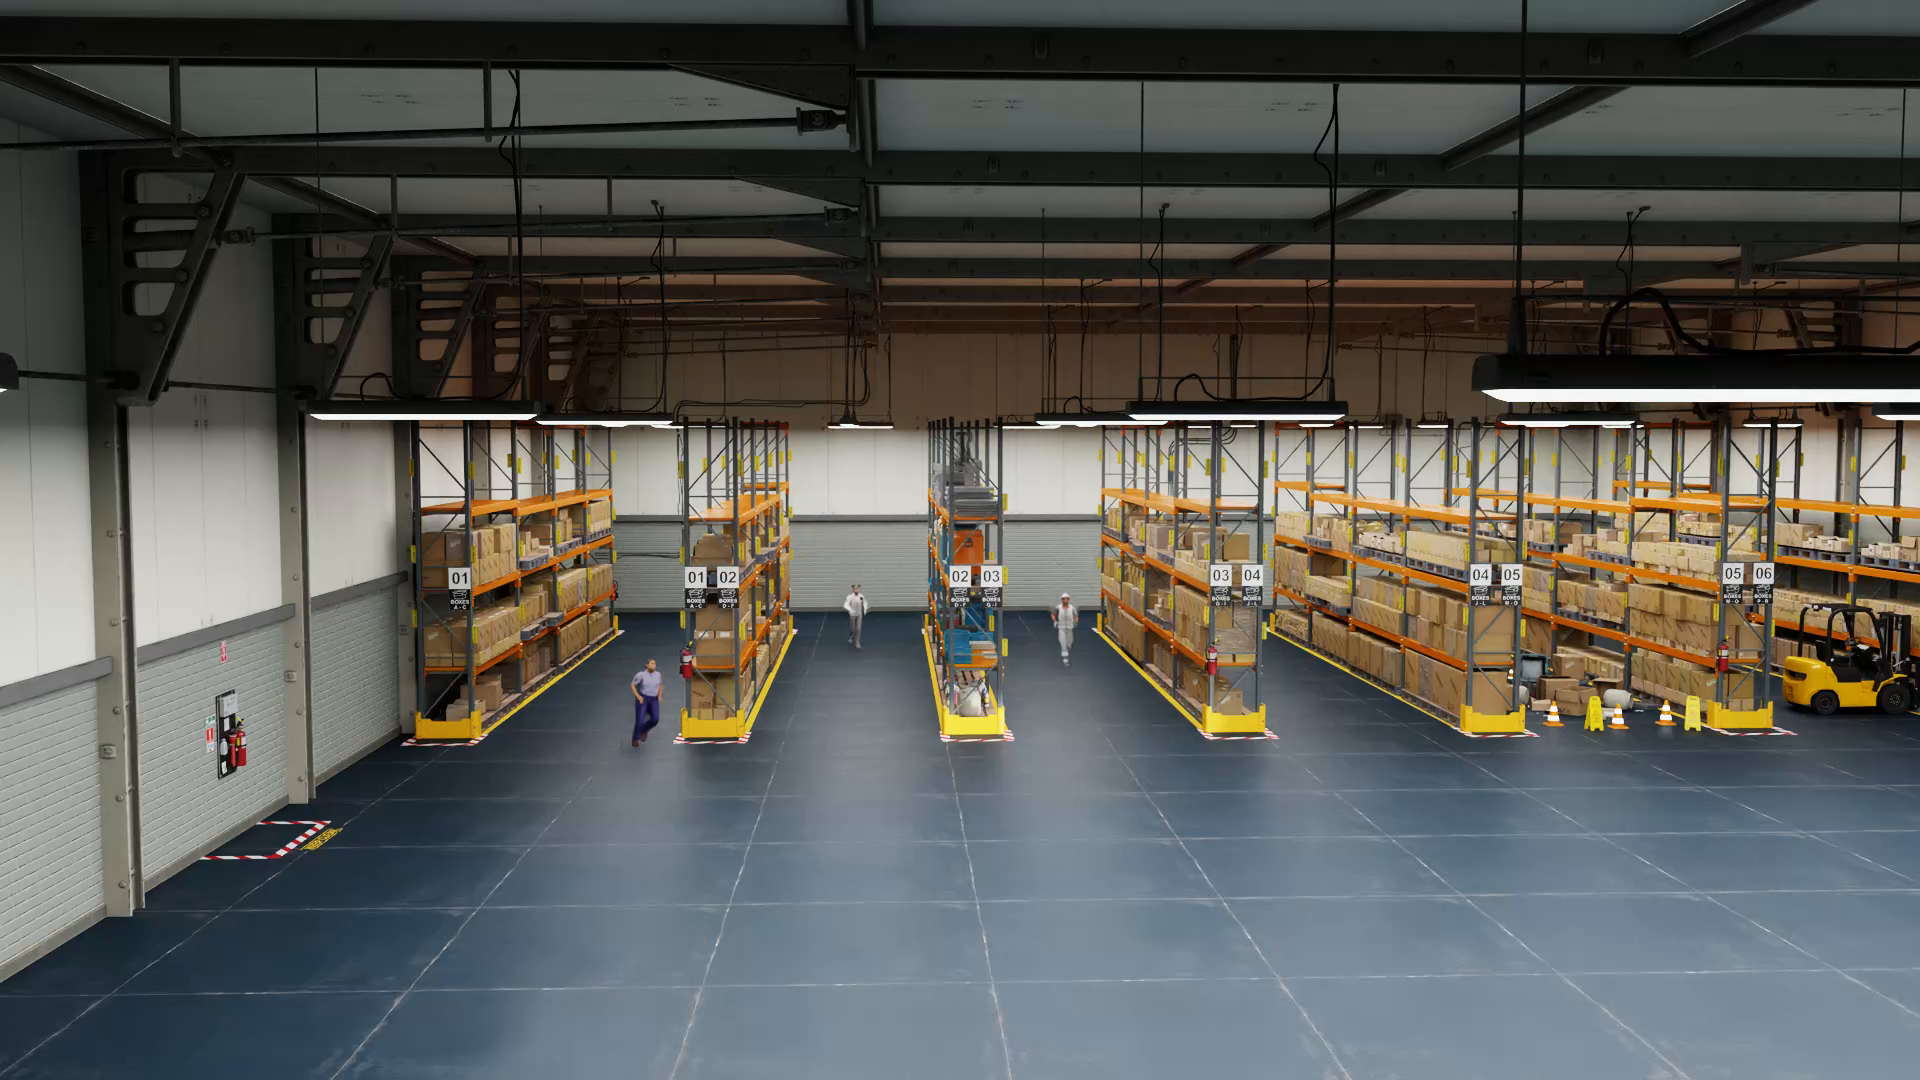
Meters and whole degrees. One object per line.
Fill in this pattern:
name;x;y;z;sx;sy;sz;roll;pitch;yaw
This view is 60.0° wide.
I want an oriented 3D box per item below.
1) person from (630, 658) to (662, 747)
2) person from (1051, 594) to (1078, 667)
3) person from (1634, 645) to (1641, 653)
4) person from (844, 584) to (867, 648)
person;-5.674;2.956;30.366;0.662;1.589;0.502;-2;4;-32
person;2.569;2.193;40.755;0.655;1.774;0.845;0;4;-4
person;16.553;2.229;40.106;0.630;1.811;0.827;0;4;0
person;-2.766;2.002;44.254;0.641;1.697;0.761;-1;4;-15
